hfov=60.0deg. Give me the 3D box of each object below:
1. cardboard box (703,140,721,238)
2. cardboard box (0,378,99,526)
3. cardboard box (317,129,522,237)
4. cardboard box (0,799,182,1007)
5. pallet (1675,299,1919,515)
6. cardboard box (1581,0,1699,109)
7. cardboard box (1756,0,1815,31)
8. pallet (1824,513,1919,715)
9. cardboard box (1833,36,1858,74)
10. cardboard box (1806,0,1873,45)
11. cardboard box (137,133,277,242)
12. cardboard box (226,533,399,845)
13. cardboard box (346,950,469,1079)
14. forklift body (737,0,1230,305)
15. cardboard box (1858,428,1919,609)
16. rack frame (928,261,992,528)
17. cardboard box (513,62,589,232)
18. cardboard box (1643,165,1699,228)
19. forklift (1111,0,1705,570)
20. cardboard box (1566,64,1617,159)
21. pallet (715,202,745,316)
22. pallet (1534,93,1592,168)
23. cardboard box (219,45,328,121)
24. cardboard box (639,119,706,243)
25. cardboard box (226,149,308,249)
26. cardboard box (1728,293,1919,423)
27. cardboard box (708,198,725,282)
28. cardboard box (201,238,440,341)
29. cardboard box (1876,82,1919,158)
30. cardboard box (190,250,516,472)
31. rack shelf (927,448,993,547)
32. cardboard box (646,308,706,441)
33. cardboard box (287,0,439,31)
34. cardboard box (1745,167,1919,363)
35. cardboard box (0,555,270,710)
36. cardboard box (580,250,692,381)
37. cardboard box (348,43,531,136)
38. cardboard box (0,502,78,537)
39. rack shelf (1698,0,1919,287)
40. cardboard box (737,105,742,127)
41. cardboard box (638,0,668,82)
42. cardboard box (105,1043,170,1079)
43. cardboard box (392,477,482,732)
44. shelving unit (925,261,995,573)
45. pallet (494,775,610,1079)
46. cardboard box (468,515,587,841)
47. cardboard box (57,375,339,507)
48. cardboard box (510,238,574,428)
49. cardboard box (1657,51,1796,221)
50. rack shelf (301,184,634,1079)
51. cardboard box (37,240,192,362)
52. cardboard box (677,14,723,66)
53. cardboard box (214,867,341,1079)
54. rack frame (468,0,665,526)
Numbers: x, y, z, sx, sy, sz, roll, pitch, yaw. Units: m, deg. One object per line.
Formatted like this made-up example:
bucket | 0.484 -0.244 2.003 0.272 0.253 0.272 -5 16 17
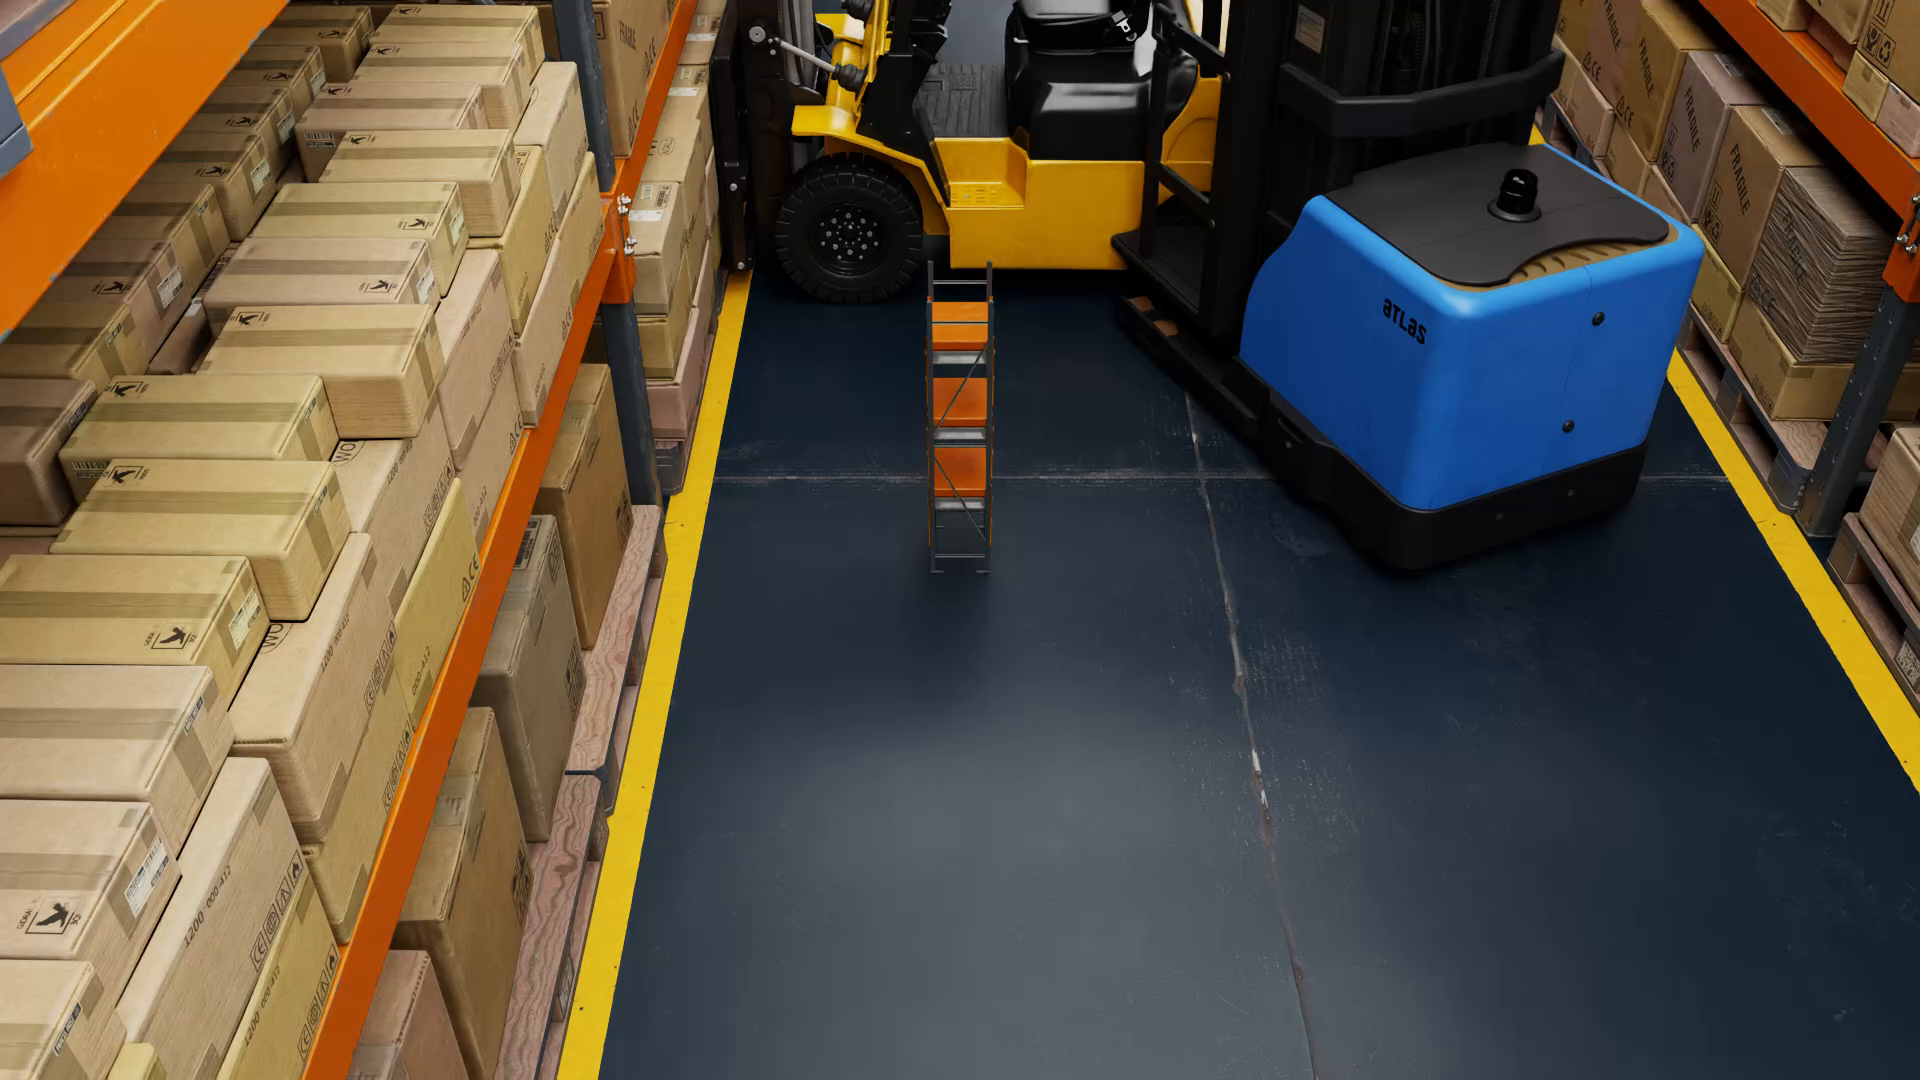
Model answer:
cardboard box | -1.218 -1.424 6.591 0.500 0.250 0.500 0 39 0
cardboard box | -1.754 -0.160 2.952 0.380 0.149 0.250 1 39 1
cardboard box | -1.214 -0.806 3.758 0.380 0.149 0.250 -1 39 -1
cardboard box | -1.264 0.476 2.158 0.380 0.149 0.250 1 39 1
pallet | 3.393 -0.543 6.259 1.003 0.211 1.213 0 39 0
cardboard box | 3.154 -2.250 7.422 0.500 0.500 0.500 -1 39 -2
cardboard box | 3.119 -1.950 5.985 0.380 0.149 0.250 -1 39 -1
pallet | 3.431 0.363 5.128 1.003 0.211 1.213 0 39 0
cardboard box | 3.194 -1.634 5.591 0.380 0.149 0.250 0 39 0
cardboard box | 3.172 -1.966 5.487 0.500 0.500 0.500 1 39 1
cardboard box | -1.781 -0.794 3.744 0.380 0.149 0.250 0 39 0
cardboard box | -1.269 0.241 2.771 0.500 0.250 0.500 -1 39 -1
cardboard box | -1.526 1.260 3.342 0.875 0.625 0.625 1 39 1
forklift body | 0.287 -2.191 6.765 2.313 2.155 1.214 0 39 0
cardboard box | 3.432 -0.022 5.144 0.950 0.372 0.625 0 39 1
rack frame | 0.000 -0.453 5.475 0.200 1.050 0.008 0 39 0
cardboard box | -1.279 -1.035 4.363 0.500 0.250 0.500 -1 39 -1
cardboard box | 3.153 -1.323 6.865 0.500 0.250 0.500 1 39 1
forklift | 1.294 -1.963 5.856 1.130 2.935 3.031 -16 41 -19
cardboard box | 3.141 -1.980 7.685 0.500 0.250 0.500 1 39 2
pallet | -1.498 -1.380 7.303 1.003 0.211 1.213 0 39 0
pallet | 3.390 -2.069 8.163 1.003 0.211 1.213 0 39 0
cardboard box | -1.801 -1.110 4.138 0.380 0.149 0.250 -1 39 -2
cardboard box | -1.212 -1.309 6.048 0.500 0.250 0.500 0 39 0
cardboard box | -1.800 -0.710 3.958 0.500 0.250 0.500 0 39 -1
cardboard box | 3.159 -0.672 6.053 0.500 0.250 0.500 2 39 2
cardboard box | -1.237 -1.238 6.759 0.500 0.250 0.500 1 39 1
cardboard box | -1.282 -0.485 3.358 0.380 0.149 0.250 0 39 0
cardboard box | 3.123 -1.314 5.192 0.380 0.149 0.250 0 39 -1
cardboard box | -1.276 -0.394 3.563 0.500 0.250 0.500 1 39 1
rack shelf | 0.000 -0.151 5.560 0.215 0.259 0.240 0 39 0
cardboard box | -1.204 -0.599 5.962 0.500 0.250 0.500 0 39 0
cardboard box | -1.806 -1.525 5.175 0.500 0.500 0.500 0 39 0
cardboard box | 3.160 -0.965 5.819 0.500 0.500 0.500 -1 39 -1
cardboard box | -1.307 0.156 2.558 0.380 0.149 0.250 0 39 0
cardboard box | -1.227 -0.794 5.806 0.500 0.250 0.500 0 39 0
cardboard box | -1.294 -1.123 4.154 0.380 0.149 0.250 -1 39 -1
cardboard box | -1.802 -0.069 3.158 0.500 0.250 0.500 -1 39 -1
rack shelf | 3.426 -2.182 6.649 1.077 0.370 4.000 0 39 0
cardboard box | -1.215 -2.052 7.376 0.500 0.250 0.500 -1 39 -1
cardboard box | -1.292 -1.848 5.578 0.500 0.500 0.500 1 39 1
cardboard box | -1.262 0.882 1.972 0.500 0.250 0.500 0 39 0
cardboard box | -1.289 0.116 3.327 0.500 0.250 0.500 1 39 1
shelving unit | 0.000 -0.376 5.380 0.215 1.050 0.252 0 39 0
pallet | -1.491 1.108 4.199 1.003 0.211 1.213 0 39 0
cardboard box | -1.530 0.369 4.454 0.875 0.625 0.625 0 39 0
cardboard box | -1.345 -0.166 2.959 0.380 0.149 0.250 0 39 0
cardboard box | -1.267 -0.518 4.117 0.500 0.250 0.500 0 39 0
cardboard box | 3.156 -1.602 6.614 0.500 0.500 0.500 2 39 2
rack shelf | -1.533 0.326 3.520 1.077 0.370 4.000 0 39 0
cardboard box | -1.801 -0.481 3.352 0.380 0.149 0.250 0 39 0
cardboard box | -1.217 -1.949 6.846 0.500 0.250 0.500 -1 39 -1
cardboard box | -1.282 0.762 2.520 0.500 0.250 0.500 -1 39 -1
rack frame | -1.535 -1.206 4.856 1.000 3.000 0.127 0 39 0
